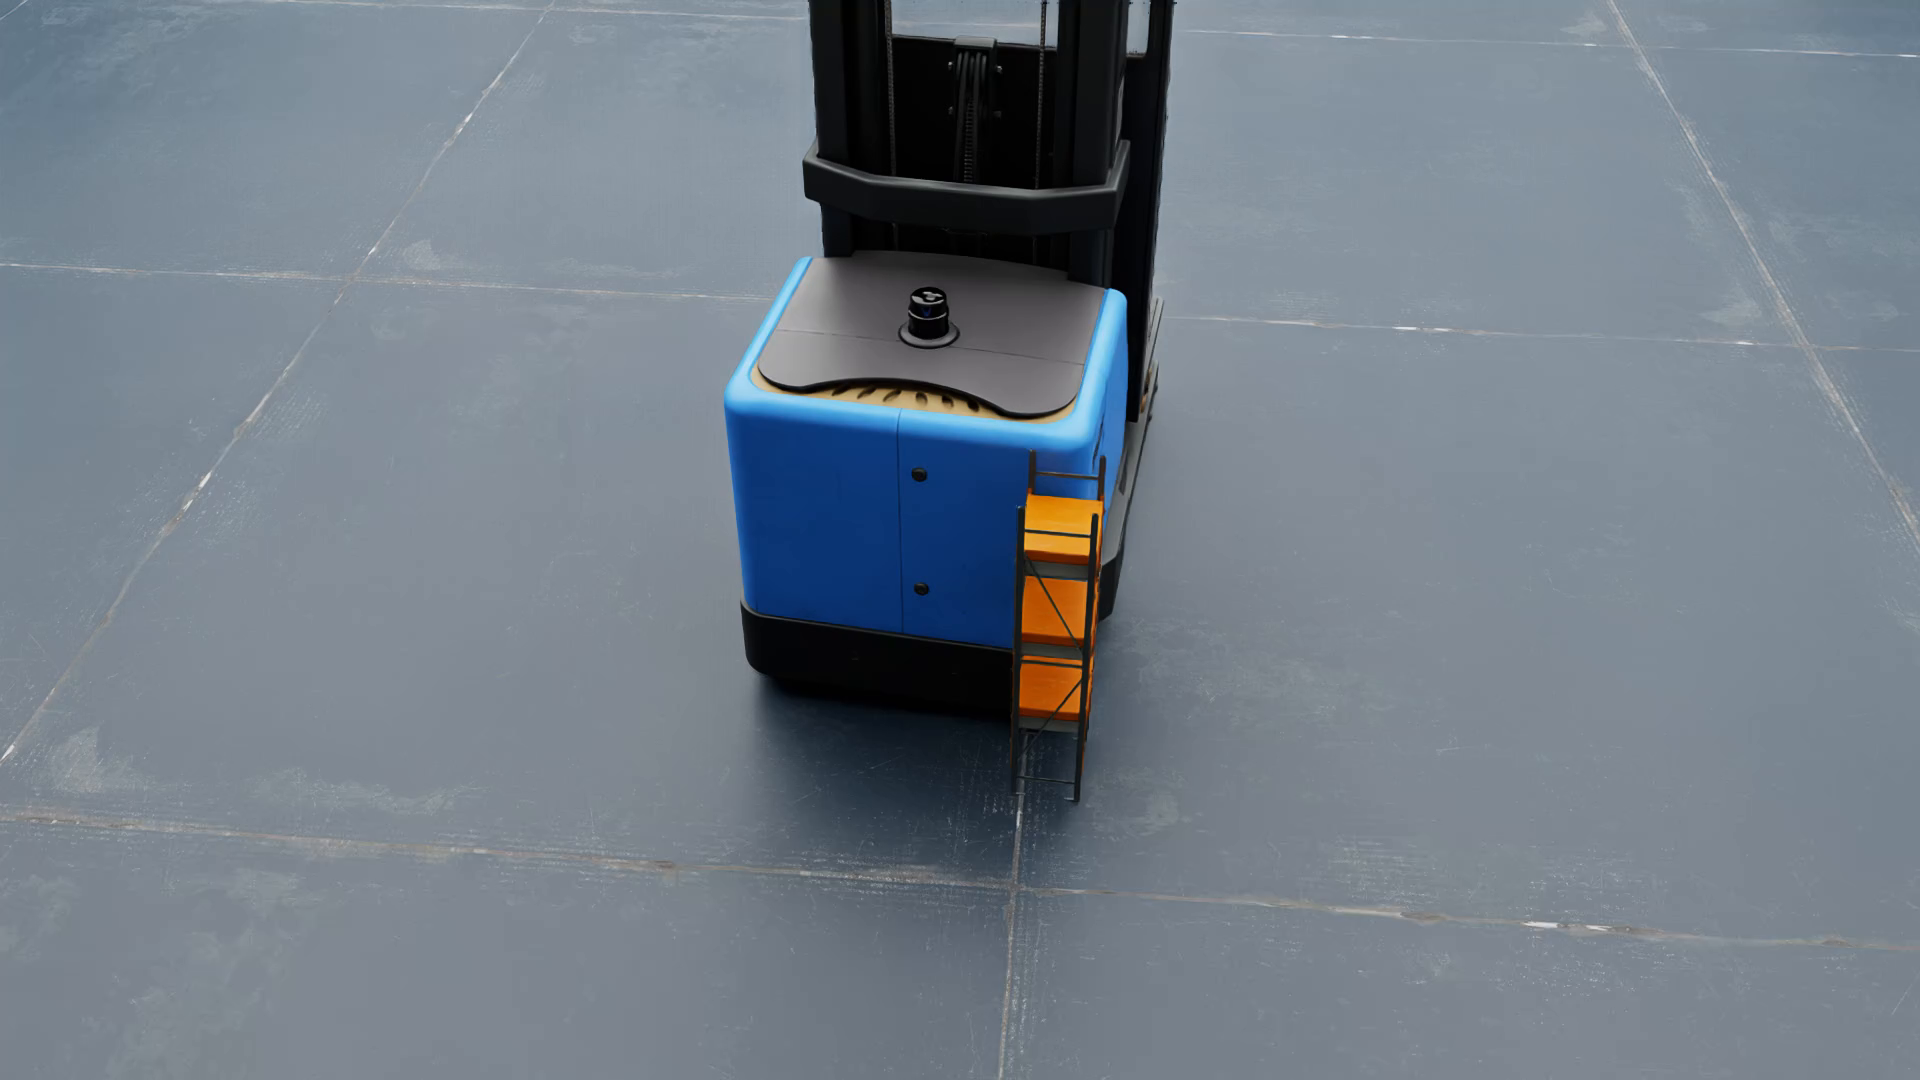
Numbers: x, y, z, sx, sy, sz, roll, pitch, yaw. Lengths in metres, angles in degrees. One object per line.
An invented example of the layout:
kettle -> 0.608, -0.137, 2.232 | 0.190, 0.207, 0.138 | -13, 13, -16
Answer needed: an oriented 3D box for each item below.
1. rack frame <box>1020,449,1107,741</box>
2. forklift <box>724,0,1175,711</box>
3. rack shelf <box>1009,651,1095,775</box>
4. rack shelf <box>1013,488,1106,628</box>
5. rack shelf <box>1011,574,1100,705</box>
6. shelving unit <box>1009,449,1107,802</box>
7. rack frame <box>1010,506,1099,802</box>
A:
rack frame -> 0.280, 0.182, 4.643 | 0.200, 1.050, 0.008 | 5, 39, 6
forklift -> 0.140, -1.549, 5.279 | 1.130, 2.935, 3.031 | 7, 40, 9
rack shelf -> 0.262, 0.482, 4.731 | 0.215, 0.259, 0.240 | 5, 39, 6
rack shelf -> 0.262, 0.046, 4.377 | 0.215, 0.259, 0.240 | 5, 39, 6
rack shelf -> 0.262, 0.266, 4.556 | 0.215, 0.259, 0.240 | 5, 39, 6
shelving unit -> 0.262, 0.258, 4.549 | 0.215, 1.050, 0.252 | 5, 39, 6
rack frame -> 0.244, 0.334, 4.456 | 0.200, 1.050, 0.008 | 5, 39, 6
